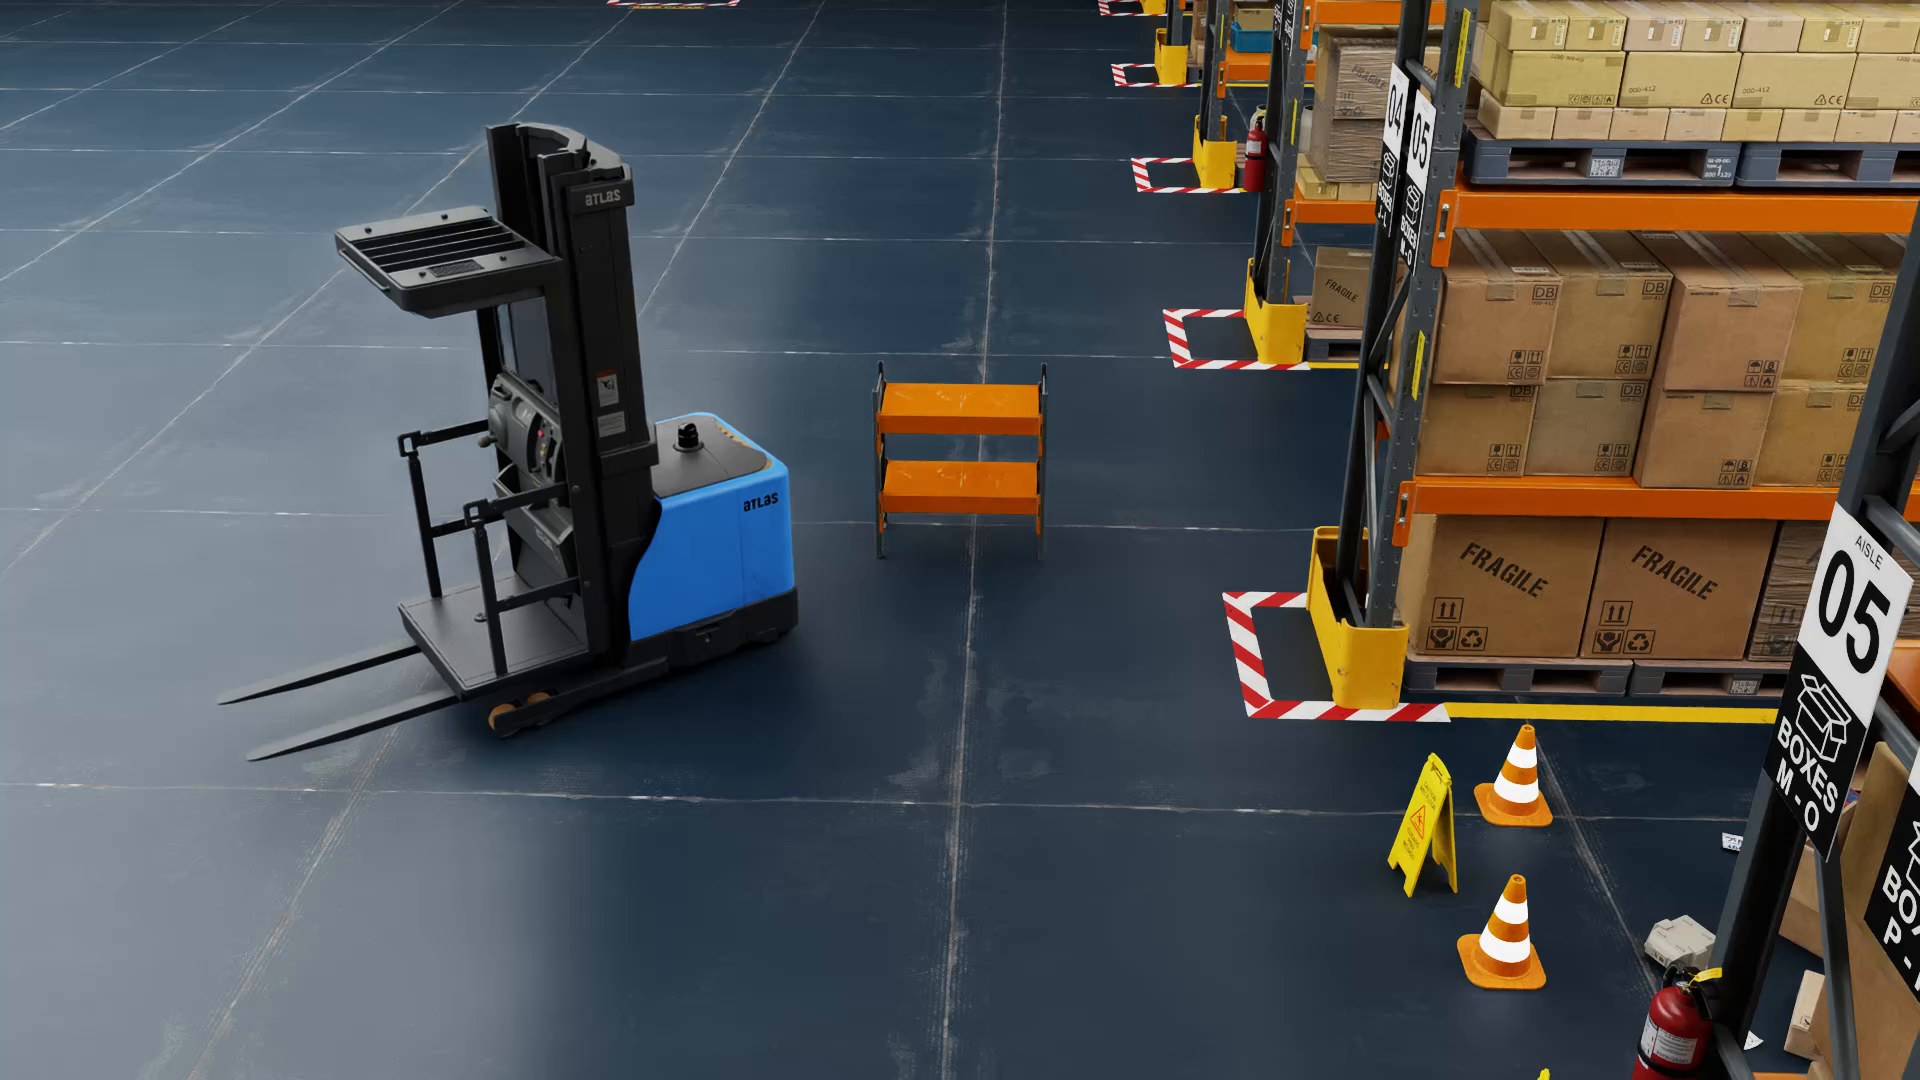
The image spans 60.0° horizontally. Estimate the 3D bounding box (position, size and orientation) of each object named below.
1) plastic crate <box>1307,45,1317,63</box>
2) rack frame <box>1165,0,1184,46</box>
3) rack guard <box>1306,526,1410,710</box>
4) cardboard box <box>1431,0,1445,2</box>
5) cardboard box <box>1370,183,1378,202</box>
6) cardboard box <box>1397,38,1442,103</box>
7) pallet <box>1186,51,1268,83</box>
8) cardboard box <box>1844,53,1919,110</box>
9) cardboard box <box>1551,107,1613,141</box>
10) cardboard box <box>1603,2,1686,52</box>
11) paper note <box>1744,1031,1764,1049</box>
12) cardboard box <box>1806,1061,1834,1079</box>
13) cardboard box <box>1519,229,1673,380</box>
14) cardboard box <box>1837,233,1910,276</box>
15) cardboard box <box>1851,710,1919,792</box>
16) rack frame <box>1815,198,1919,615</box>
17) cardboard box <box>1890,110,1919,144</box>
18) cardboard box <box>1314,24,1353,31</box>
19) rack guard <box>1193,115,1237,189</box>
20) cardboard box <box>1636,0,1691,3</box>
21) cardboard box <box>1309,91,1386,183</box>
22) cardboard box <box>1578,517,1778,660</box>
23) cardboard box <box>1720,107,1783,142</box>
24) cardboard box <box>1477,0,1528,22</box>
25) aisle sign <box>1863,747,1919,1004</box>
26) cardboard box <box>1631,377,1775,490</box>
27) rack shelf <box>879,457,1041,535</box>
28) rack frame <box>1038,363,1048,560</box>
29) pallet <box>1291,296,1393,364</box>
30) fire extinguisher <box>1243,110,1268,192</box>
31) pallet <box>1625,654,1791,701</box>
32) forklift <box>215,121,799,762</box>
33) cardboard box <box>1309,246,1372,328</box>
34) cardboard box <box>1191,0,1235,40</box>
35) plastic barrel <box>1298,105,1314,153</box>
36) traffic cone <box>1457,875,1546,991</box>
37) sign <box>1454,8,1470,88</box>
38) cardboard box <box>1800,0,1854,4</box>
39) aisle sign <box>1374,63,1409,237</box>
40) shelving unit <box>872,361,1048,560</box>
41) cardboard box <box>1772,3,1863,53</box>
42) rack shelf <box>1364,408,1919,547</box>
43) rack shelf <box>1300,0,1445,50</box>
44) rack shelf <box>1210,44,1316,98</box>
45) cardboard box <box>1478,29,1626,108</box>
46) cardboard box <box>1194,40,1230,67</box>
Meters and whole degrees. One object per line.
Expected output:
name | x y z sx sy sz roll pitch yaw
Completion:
plastic crate | 3.579 -5.043 17.268 0.250 0.136 0.298 1 28 2
rack frame | 2.874 -7.644 21.892 0.127 3.000 1.000 1 28 2
rack guard | 2.221 0.417 9.355 0.348 0.500 1.175 1 28 2
cardboard box | 3.509 -4.131 12.224 0.500 0.250 0.500 0 28 1
cardboard box | 3.296 -2.755 12.939 0.250 0.149 0.380 1 28 2
cardboard box | 3.560 -3.476 12.538 0.500 0.500 0.500 1 28 2
pallet | 3.640 -6.419 22.558 1.213 0.211 1.003 1 28 2
cardboard box | 4.231 -2.155 7.622 0.500 0.250 0.500 1 28 2
cardboard box | 2.831 -1.971 7.702 0.250 0.149 0.380 1 28 2
cardboard box | 3.073 -2.320 7.509 0.250 0.149 0.380 1 28 1
paper note | 3.186 2.027 6.818 0.142 0.019 0.148 -9 29 -16
cardboard box | 2.552 1.649 4.631 0.250 0.149 0.380 2 28 4
cardboard box | 3.167 -1.240 8.499 0.550 0.550 0.875 1 28 2
cardboard box | 4.786 -1.214 8.451 0.550 0.550 0.875 1 28 2
cardboard box | 4.655 0.937 8.371 0.500 0.500 0.500 6 28 11
rack frame | 2.171 -1.019 2.990 0.127 3.000 1.000 1 28 2
cardboard box | 4.342 -1.946 7.654 0.250 0.149 0.380 1 28 2
cardboard box | 4.901 -6.807 22.000 0.500 0.500 0.500 1 28 2
rack guard | 2.773 -4.242 18.143 0.348 0.500 1.175 1 28 2
cardboard box | 3.358 -2.624 8.082 0.250 0.149 0.380 1 28 3
cardboard box | 3.070 -3.161 13.011 0.500 0.500 0.875 1 28 2
cardboard box | 3.804 0.060 9.180 0.875 0.875 0.875 1 28 1
cardboard box | 3.585 -1.959 7.678 0.250 0.149 0.380 1 28 2
cardboard box | 2.593 -2.637 8.106 0.250 0.149 0.380 1 28 2
aisle sign | 2.098 0.627 3.514 0.004 0.787 0.394 1 28 2
cardboard box | 3.723 -0.701 8.636 0.550 0.550 0.875 1 28 2
rack shelf | 0.007 -0.281 10.526 1.000 0.278 0.538 1 28 2
rack frame | 0.515 -0.488 10.396 0.032 1.125 0.500 1 28 2
pallet | 3.407 -1.744 13.739 1.213 0.211 1.003 1 28 2
fire extinguisher | 2.423 -3.190 13.574 0.183 0.674 0.296 1 28 2
pallet | 4.263 0.543 9.426 1.213 0.211 1.003 1 28 2
forklift | -2.436 -0.546 8.576 3.031 2.935 1.130 -18 33 -30
cardboard box | 3.144 -2.070 13.598 0.500 0.500 0.500 6 29 11
cardboard box | 3.421 -7.076 22.508 0.500 0.500 0.500 1 28 2
plastic barrel | 3.857 -4.428 18.034 0.421 0.512 0.421 0 28 0
traffic cone | 2.346 1.631 7.105 0.334 0.463 0.336 1 28 2
sign | 2.219 -2.174 7.353 0.005 0.325 0.100 1 28 2
cardboard box | 4.118 -2.611 8.058 0.250 0.149 0.380 1 28 2
aisle sign | 2.185 -1.977 8.427 0.004 0.787 0.394 1 28 2
shelving unit | 0.007 -0.497 10.412 1.048 1.125 0.538 1 28 2
cardboard box | 3.837 -2.307 7.484 0.250 0.149 0.380 1 28 1
rack shelf | 4.244 -0.336 8.875 4.000 0.370 1.077 1 28 2
rack shelf | 4.520 -3.981 12.549 4.000 0.370 1.077 1 28 2
rack shelf | 4.694 -4.974 17.625 4.000 0.370 1.077 1 28 2
cardboard box | 2.718 -2.179 7.668 0.500 0.250 0.500 1 28 2
cardboard box | 3.402 -6.501 22.225 0.500 0.250 0.500 1 28 2
